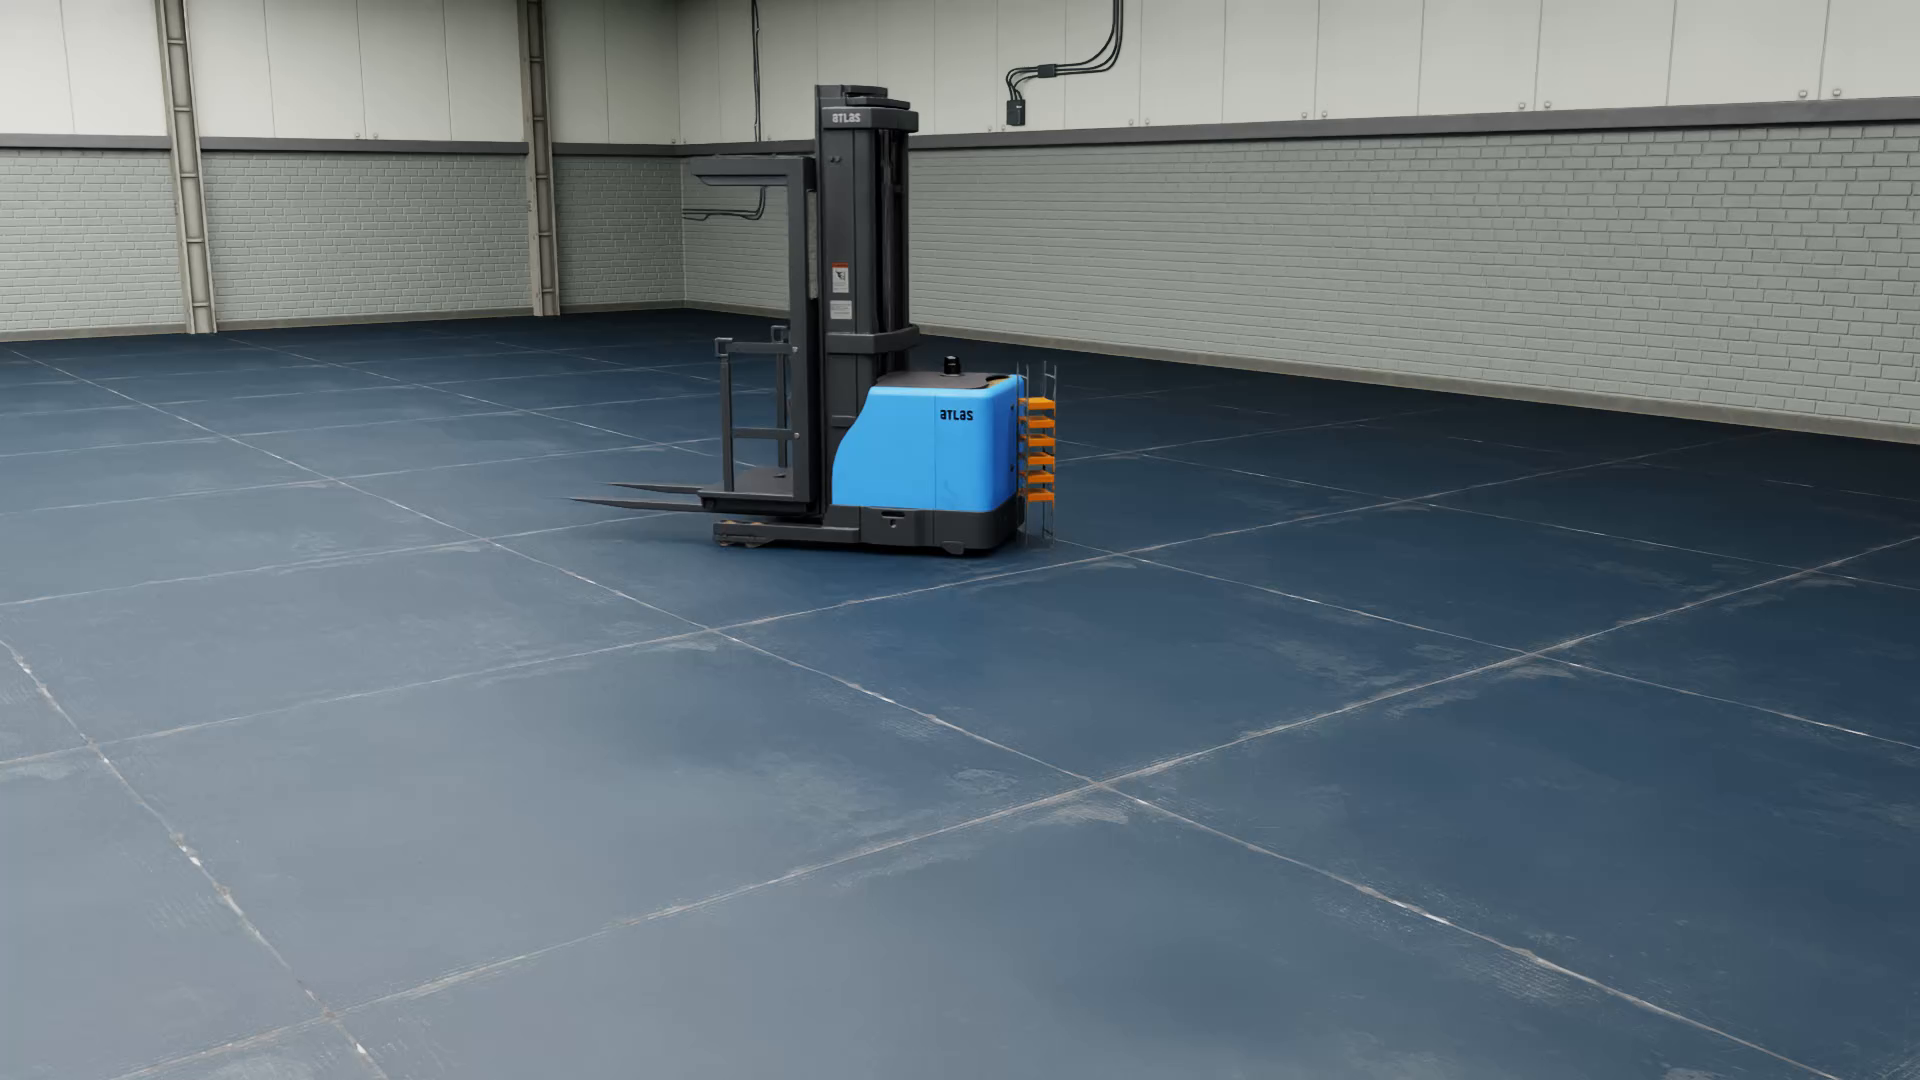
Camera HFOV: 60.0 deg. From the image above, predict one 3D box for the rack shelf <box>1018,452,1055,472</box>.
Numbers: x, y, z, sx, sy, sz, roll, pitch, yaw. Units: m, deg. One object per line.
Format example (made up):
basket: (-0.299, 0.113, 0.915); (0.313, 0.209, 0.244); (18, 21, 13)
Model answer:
rack shelf: (0.494, -0.511, 10.861); (0.180, 0.103, 0.258); (-3, 12, -14)

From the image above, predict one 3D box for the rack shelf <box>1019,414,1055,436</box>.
rack shelf: (0.494, -0.746, 10.811); (0.180, 0.103, 0.258); (-3, 12, -14)

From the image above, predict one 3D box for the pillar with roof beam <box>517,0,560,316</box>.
pillar with roof beam: (-4.930, -7.850, 26.431); (0.400, 9.000, 9.100); (-9, 15, -38)

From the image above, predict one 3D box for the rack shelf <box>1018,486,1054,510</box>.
rack shelf: (0.494, -0.277, 10.911); (0.180, 0.103, 0.258); (-3, 12, -14)

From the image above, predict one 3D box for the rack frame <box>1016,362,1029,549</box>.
rack frame: (0.406, -0.550, 10.829); (0.006, 1.200, 0.240); (-3, 12, -14)

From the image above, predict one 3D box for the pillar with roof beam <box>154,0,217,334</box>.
pillar with roof beam: (-9.615, -7.071, 22.764); (0.400, 9.000, 9.100); (-9, 15, -38)

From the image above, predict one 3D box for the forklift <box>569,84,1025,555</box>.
forklift: (-1.129, -1.485, 11.066); (3.031, 2.935, 1.130); (3, 12, 15)

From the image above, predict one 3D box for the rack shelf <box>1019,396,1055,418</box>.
rack shelf: (0.494, -0.863, 10.786); (0.180, 0.103, 0.258); (-3, 12, -14)

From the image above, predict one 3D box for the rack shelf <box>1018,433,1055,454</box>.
rack shelf: (0.494, -0.629, 10.836); (0.180, 0.103, 0.258); (-3, 12, -14)

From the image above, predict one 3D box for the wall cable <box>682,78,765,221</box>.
wall cable: (-4.492, -7.197, 30.832); (0.112, 2.526, 3.097); (-9, 15, -38)

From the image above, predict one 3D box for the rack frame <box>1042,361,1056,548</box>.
rack frame: (0.583, -0.559, 10.874); (0.006, 1.200, 0.240); (-3, 12, -14)

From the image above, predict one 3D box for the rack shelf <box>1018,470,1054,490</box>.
rack shelf: (0.494, -0.394, 10.886); (0.180, 0.103, 0.258); (-3, 12, -14)

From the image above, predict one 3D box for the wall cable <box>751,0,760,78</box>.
wall cable: (-2.802, -9.228, 28.241); (0.112, 2.526, 3.097); (-9, 15, -38)

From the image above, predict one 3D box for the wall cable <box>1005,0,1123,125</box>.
wall cable: (1.426, -8.837, 22.895); (0.169, 6.003, 2.305); (-9, 15, -38)

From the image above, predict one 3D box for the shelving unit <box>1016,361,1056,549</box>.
shelving unit: (0.494, -0.555, 10.852); (0.189, 1.200, 0.258); (-3, 12, -14)
